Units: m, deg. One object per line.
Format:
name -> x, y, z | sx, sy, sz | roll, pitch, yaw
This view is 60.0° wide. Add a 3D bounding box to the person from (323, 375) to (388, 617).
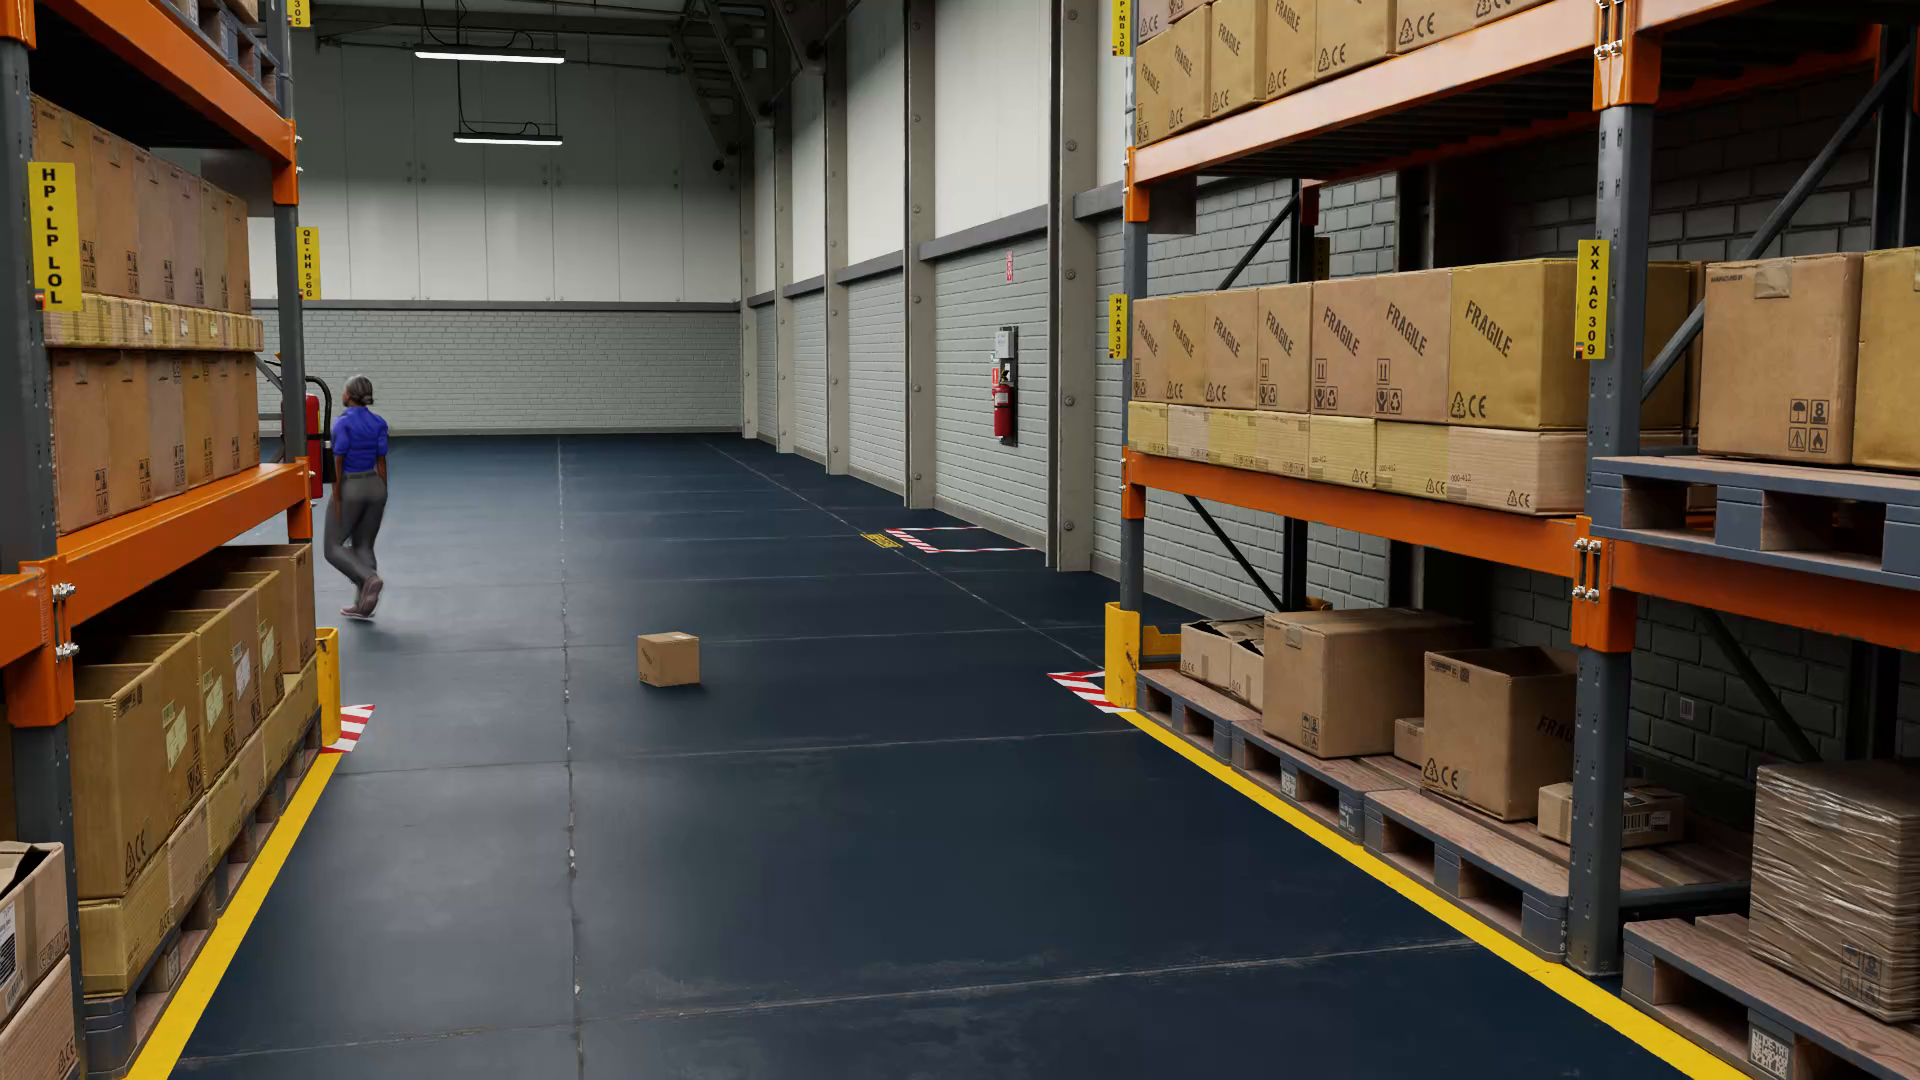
person -> -4.015, -0.283, 11.134 | 0.577, 1.632, 0.445 | 4, 8, 35
